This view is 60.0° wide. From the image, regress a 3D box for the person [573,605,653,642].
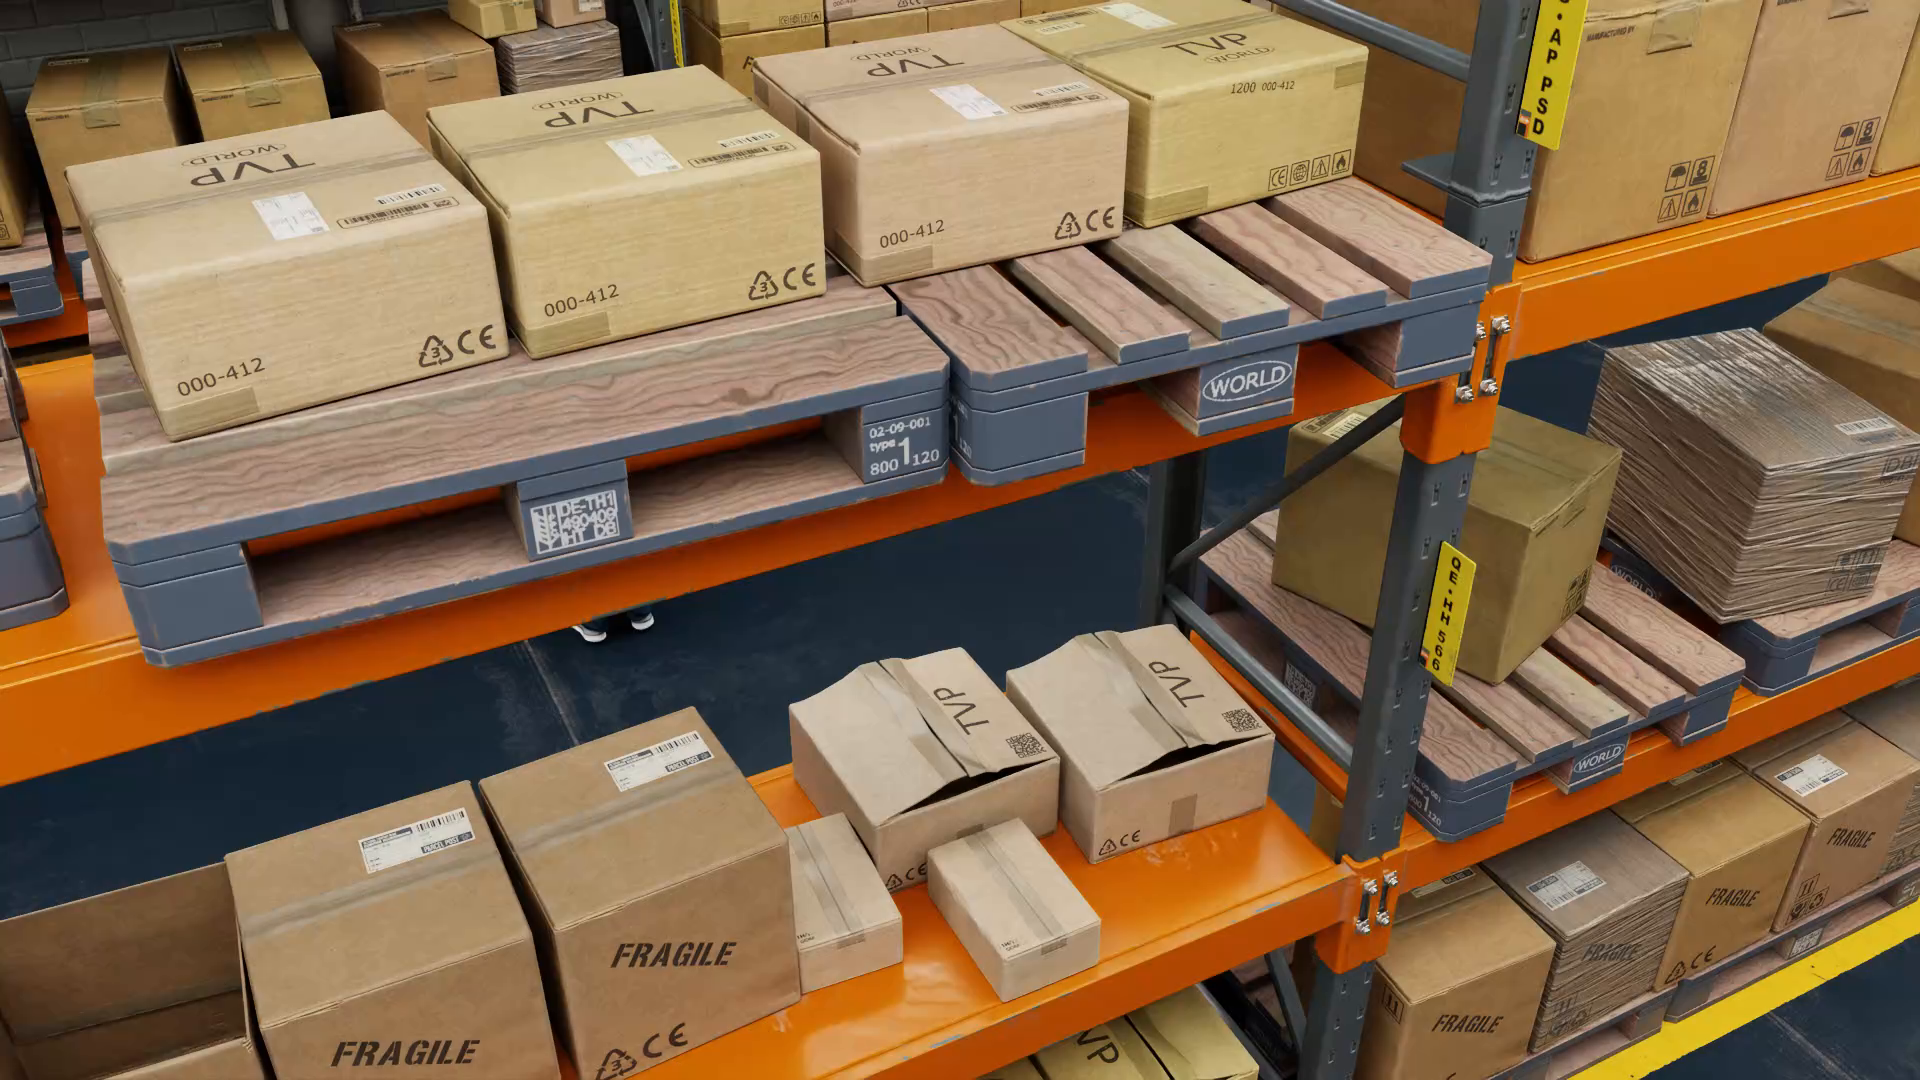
[{"bbox_3d":[-1.570,-0.197,6.909,0.387,1.090,0.858,-17,37,-24],"label":"person"}]
